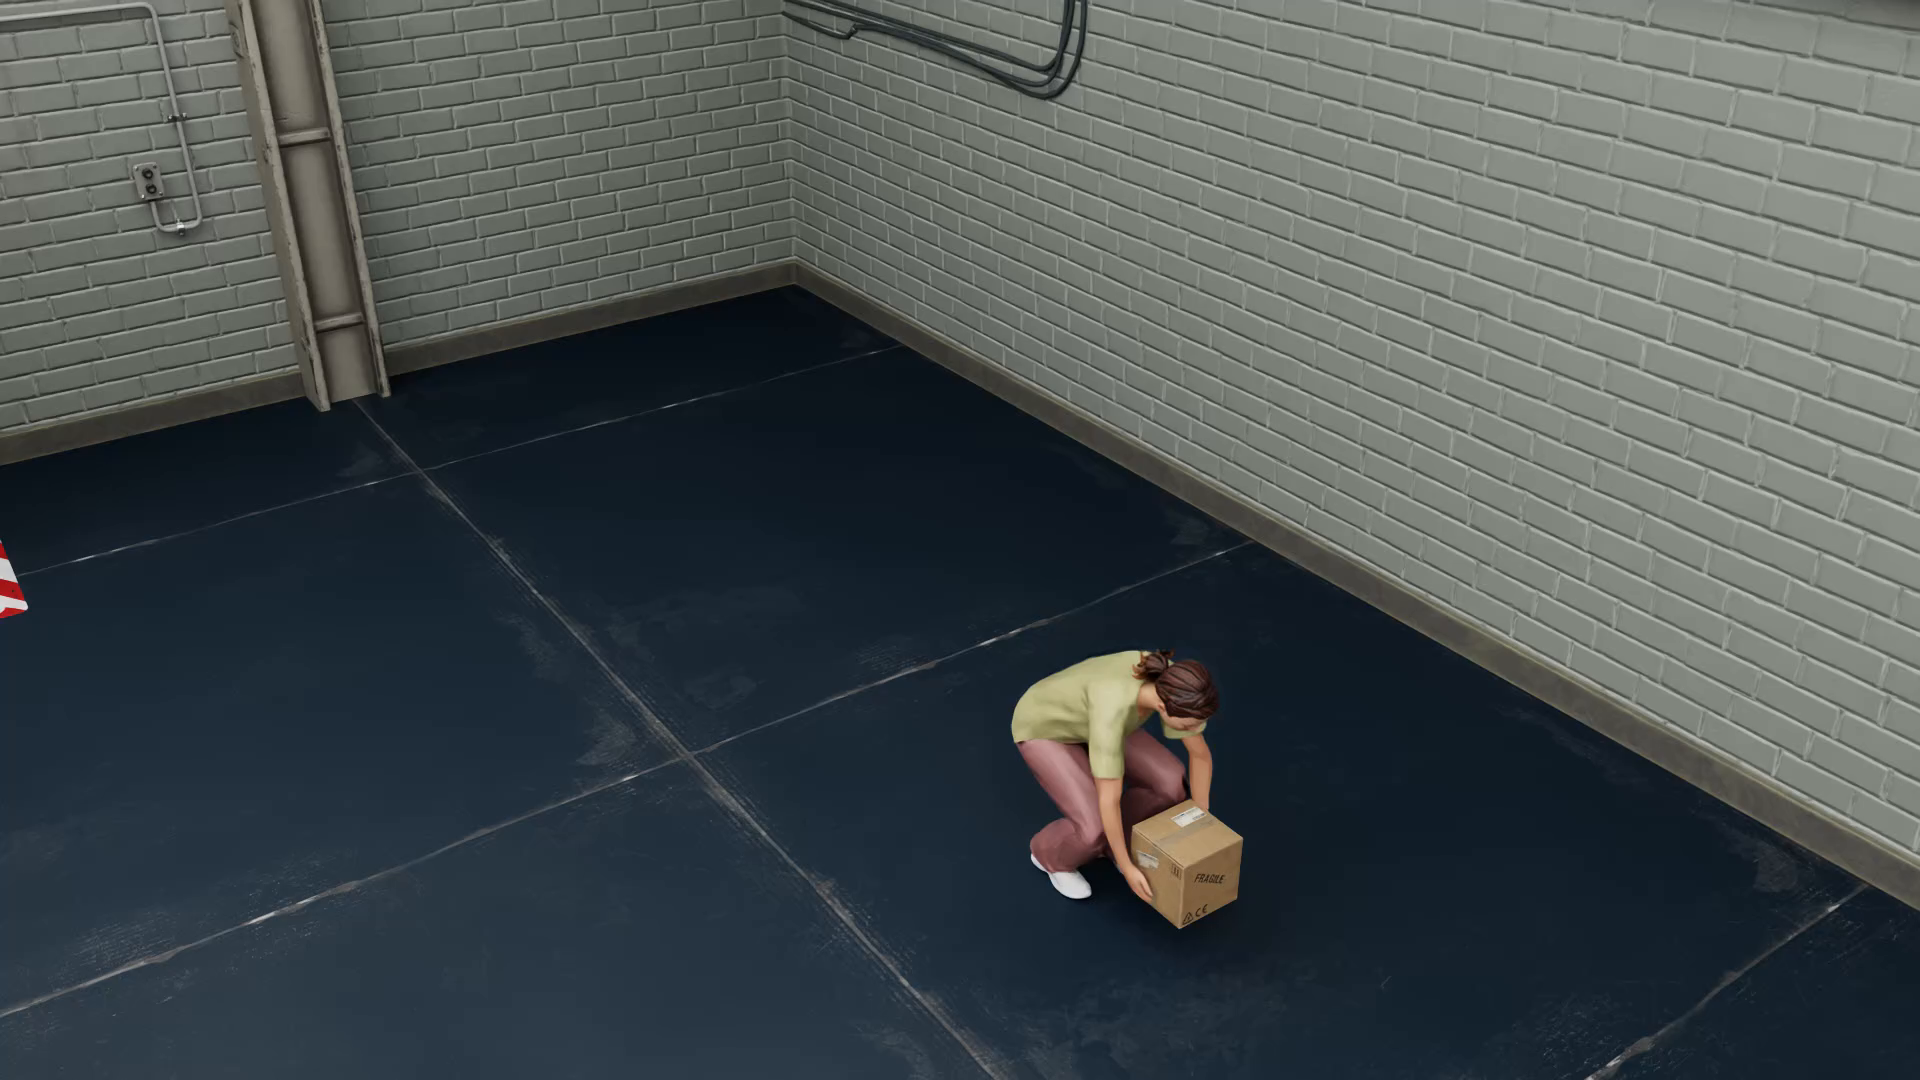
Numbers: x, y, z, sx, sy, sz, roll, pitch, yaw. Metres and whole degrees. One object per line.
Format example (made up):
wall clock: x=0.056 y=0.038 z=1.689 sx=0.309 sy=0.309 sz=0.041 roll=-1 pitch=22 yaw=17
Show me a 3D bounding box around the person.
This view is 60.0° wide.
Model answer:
person: x=0.522 y=0.722 z=5.505 sx=0.495 sy=1.008 sz=0.766 roll=-19 pitch=34 yaw=-31
